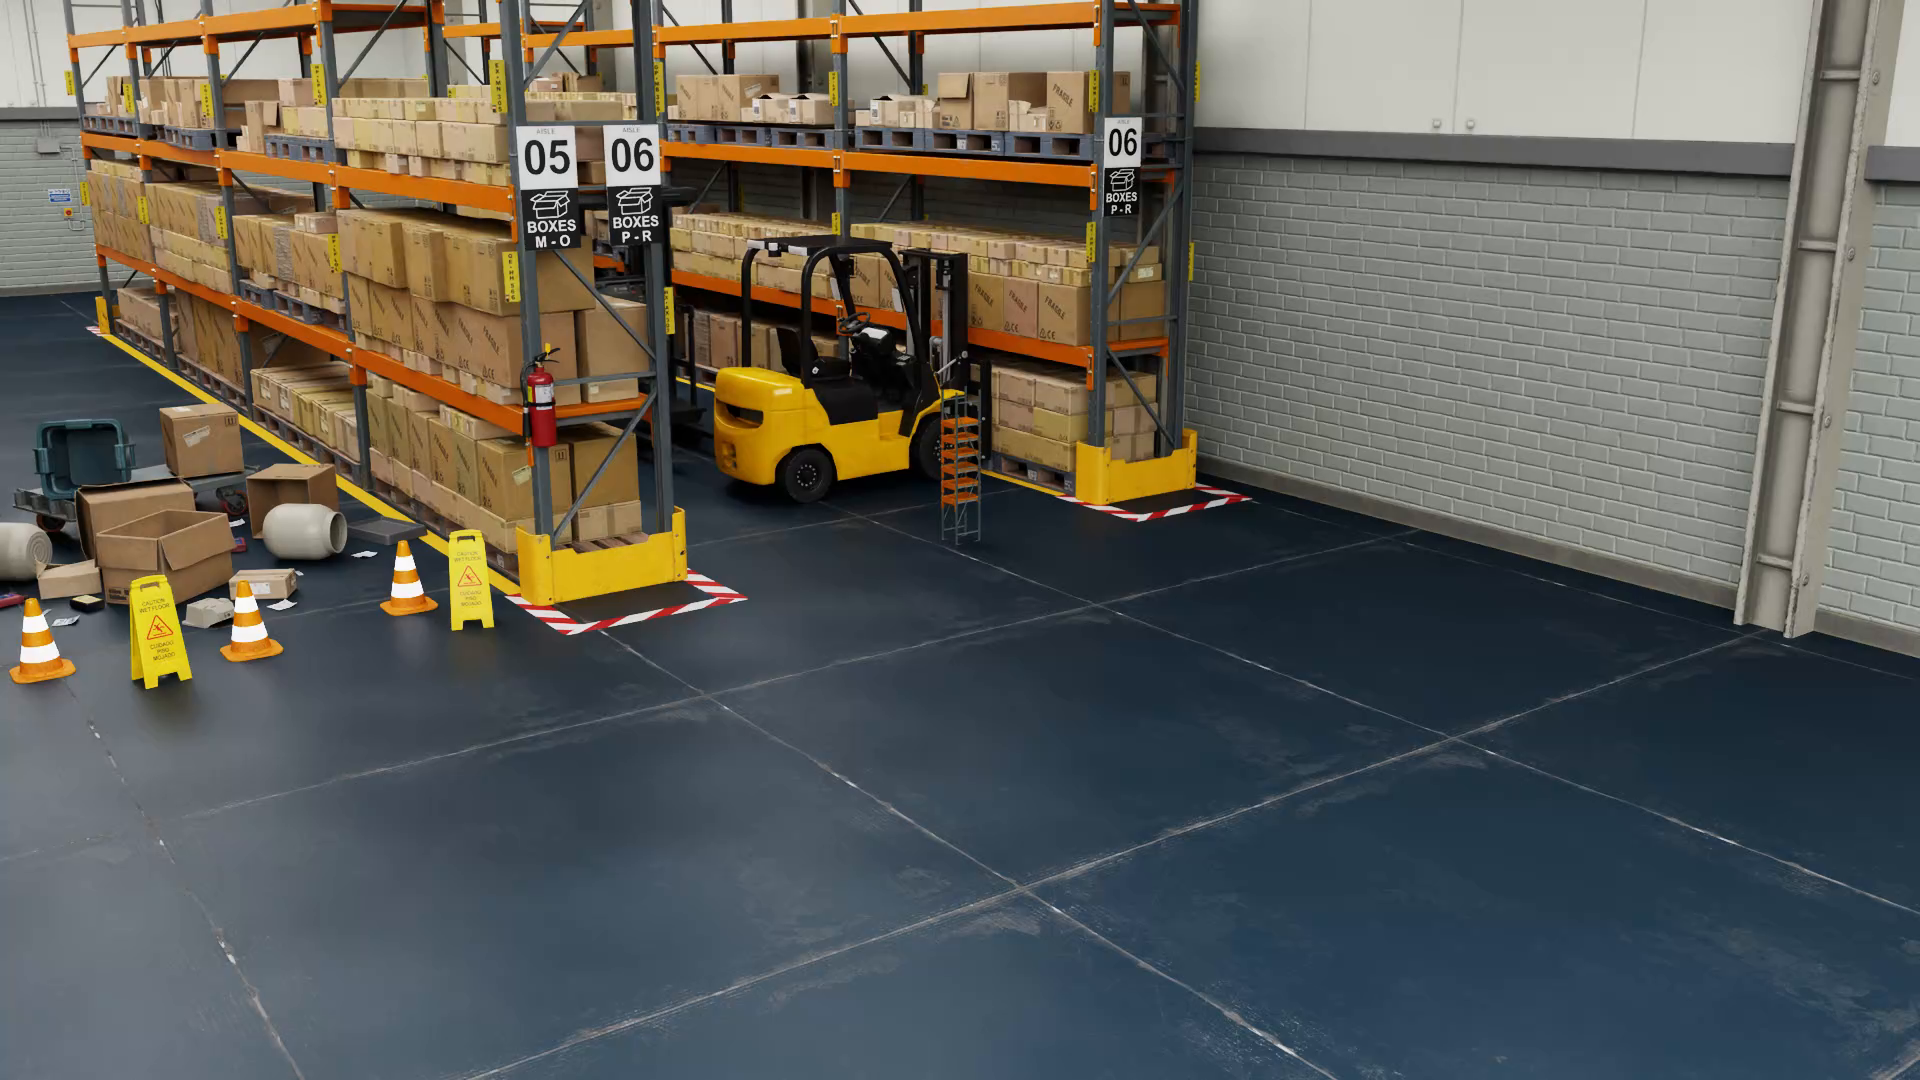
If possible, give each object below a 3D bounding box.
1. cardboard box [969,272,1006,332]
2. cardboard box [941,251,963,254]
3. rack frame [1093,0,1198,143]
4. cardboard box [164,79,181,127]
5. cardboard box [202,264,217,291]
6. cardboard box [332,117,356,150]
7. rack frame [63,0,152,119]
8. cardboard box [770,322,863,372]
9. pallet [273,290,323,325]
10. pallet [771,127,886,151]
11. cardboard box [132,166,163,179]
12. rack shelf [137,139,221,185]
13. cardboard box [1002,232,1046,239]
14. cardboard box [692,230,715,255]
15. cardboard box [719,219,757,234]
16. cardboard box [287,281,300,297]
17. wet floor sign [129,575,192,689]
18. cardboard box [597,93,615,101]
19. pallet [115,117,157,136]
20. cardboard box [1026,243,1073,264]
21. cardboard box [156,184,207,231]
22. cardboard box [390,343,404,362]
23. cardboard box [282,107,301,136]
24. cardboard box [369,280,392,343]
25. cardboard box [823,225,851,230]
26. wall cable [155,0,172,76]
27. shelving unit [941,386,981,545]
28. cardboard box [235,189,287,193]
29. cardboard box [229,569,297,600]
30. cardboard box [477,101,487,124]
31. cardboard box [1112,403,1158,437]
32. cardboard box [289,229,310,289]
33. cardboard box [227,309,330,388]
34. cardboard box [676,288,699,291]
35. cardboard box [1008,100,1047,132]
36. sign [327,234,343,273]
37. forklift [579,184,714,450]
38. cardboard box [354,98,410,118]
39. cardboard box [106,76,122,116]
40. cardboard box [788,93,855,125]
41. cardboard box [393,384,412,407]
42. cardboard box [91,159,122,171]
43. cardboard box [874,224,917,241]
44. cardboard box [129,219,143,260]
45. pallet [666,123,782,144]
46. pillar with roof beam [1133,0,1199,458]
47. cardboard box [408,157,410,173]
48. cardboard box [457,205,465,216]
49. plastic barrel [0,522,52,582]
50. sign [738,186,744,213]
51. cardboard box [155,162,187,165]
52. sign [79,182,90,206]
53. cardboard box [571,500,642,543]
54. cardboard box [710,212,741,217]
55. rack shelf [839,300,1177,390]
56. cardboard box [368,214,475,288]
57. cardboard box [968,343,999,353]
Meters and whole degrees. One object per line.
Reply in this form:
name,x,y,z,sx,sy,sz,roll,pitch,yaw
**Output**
cardboard box,0.431,-2.203,15.253,0.500,0.500,0.500,-11,19,-36
cardboard box,0.048,-2.642,15.628,0.380,0.149,0.250,-11,19,-36
rack frame,1.532,-4.762,13.429,1.000,3.000,0.127,-11,19,-35
cardboard box,-8.456,-4.835,18.391,0.500,0.500,0.500,-11,19,-34
cardboard box,-8.005,-2.908,18.302,0.500,0.250,0.500,-10,18,-34
cardboard box,-4.796,-3.333,13.610,0.500,0.250,0.500,-11,19,-36
rack frame,-11.888,-7.407,23.094,1.000,3.000,0.127,-11,19,-35
cardboard box,-1.586,-2.056,18.611,0.875,0.625,0.625,-11,19,-35
pallet,-5.988,-2.297,16.149,1.003,0.211,1.213,-11,19,-35
pallet,-1.349,-4.264,17.652,0.805,0.209,1.217,-12,19,-37
cardboard box,-10.344,-4.699,21.249,0.380,0.149,0.250,-11,19,-35
rack shelf,-8.361,-4.332,18.904,1.077,0.370,4.000,-11,19,-35
cardboard box,0.621,-2.813,15.689,0.380,0.149,0.250,-11,19,-34
cardboard box,-2.815,-3.506,19.540,0.500,0.250,0.500,-10,18,-33
cardboard box,-2.557,-3.614,19.179,0.380,0.149,0.250,-11,19,-34
cardboard box,-6.233,-2.436,15.975,0.380,0.149,0.250,-10,18,-33
wet floor sign,-4.807,0.527,9.928,0.232,0.644,0.267,14,21,42
cardboard box,-4.376,-5.592,21.107,0.380,0.149,0.250,-11,19,-34
pallet,-10.009,-5.240,21.026,1.003,0.211,1.213,-11,19,-35
cardboard box,0.805,-2.516,14.607,0.380,0.149,0.250,-10,18,-33
cardboard box,-9.189,-3.947,19.733,0.500,0.500,0.500,-11,19,-35
cardboard box,-4.419,-1.557,13.559,0.380,0.149,0.250,-10,18,-33
cardboard box,-5.886,-3.849,15.262,0.500,0.250,0.500,-11,19,-34
cardboard box,-4.486,-1.902,13.592,0.500,0.500,0.500,-11,19,-35
cardboard box,-1.282,-3.362,18.261,0.380,0.149,0.250,-11,19,-35
wall cable,-12.575,-9.137,29.342,2.988,3.039,0.133,-11,19,-35
shelving unit,0.009,-0.576,12.906,0.258,1.200,0.189,-11,19,-35
cardboard box,-7.868,-3.697,18.817,0.500,0.500,0.500,-10,18,-33
cardboard box,-4.885,0.312,11.656,0.380,0.149,0.250,-2,15,-6
cardboard box,-3.039,-2.895,11.255,0.380,0.149,0.250,-10,18,-34
cardboard box,1.423,-1.119,14.947,0.500,0.250,0.500,-10,18,-34
cardboard box,-5.881,-2.626,15.439,0.500,0.500,0.500,-10,18,-33
cardboard box,-7.524,-2.144,18.456,0.875,0.875,0.875,-11,19,-35
cardboard box,-3.657,-3.220,21.871,0.380,0.149,0.250,-12,19,-37
cardboard box,0.650,-3.685,14.446,0.396,0.266,0.258,-11,19,-34
sign,-5.280,-2.423,14.054,0.100,0.325,0.005,-11,19,-35
forklift,-3.222,-2.402,16.300,1.130,2.935,3.031,-11,19,-34
cardboard box,-4.587,-3.435,13.228,0.380,0.149,0.250,-12,19,-36
cardboard box,-10.824,-5.806,21.751,0.500,0.500,0.500,-10,18,-34
cardboard box,-1.443,-4.494,17.316,0.500,0.311,0.500,-12,19,-36
cardboard box,-4.376,-1.189,13.502,0.380,0.149,0.250,-10,18,-32
cardboard box,-11.904,-5.238,23.222,0.380,0.149,0.250,-10,18,-33
cardboard box,-0.631,-3.074,16.644,0.380,0.149,0.250,-11,19,-34
cardboard box,-10.323,-3.876,21.368,0.500,0.500,0.500,-11,19,-36
pallet,-2.701,-4.802,19.613,1.213,0.211,1.003,-10,18,-32
pillar with roof beam,-1.631,-4.383,12.042,9.100,9.000,0.400,-11,19,-35
cardboard box,-3.940,-2.842,12.573,0.380,0.149,0.250,-11,19,-34
cardboard box,-7.530,-5.110,25.785,0.500,0.250,0.500,-11,19,-34
plastic barrel,-6.870,0.085,11.963,0.512,0.421,0.421,1,15,4
sign,-2.725,-4.222,20.627,0.100,0.325,0.005,-11,19,-35
cardboard box,-10.582,-4.989,22.309,0.380,0.149,0.250,-10,18,-33
sign,-12.341,-4.885,23.452,0.100,0.325,0.005,-11,19,-35
cardboard box,-2.732,-0.189,12.497,0.500,0.250,0.500,-11,19,-35
cardboard box,-2.817,-3.900,20.225,0.380,0.149,0.250,-10,18,-33
rack shelf,0.356,-1.949,15.877,1.077,0.370,4.000,-11,19,-35
cardboard box,-4.194,-2.274,13.055,0.700,0.500,0.500,-11,19,-36
cardboard box,0.222,-1.790,16.454,0.500,0.250,0.500,-11,19,-34
